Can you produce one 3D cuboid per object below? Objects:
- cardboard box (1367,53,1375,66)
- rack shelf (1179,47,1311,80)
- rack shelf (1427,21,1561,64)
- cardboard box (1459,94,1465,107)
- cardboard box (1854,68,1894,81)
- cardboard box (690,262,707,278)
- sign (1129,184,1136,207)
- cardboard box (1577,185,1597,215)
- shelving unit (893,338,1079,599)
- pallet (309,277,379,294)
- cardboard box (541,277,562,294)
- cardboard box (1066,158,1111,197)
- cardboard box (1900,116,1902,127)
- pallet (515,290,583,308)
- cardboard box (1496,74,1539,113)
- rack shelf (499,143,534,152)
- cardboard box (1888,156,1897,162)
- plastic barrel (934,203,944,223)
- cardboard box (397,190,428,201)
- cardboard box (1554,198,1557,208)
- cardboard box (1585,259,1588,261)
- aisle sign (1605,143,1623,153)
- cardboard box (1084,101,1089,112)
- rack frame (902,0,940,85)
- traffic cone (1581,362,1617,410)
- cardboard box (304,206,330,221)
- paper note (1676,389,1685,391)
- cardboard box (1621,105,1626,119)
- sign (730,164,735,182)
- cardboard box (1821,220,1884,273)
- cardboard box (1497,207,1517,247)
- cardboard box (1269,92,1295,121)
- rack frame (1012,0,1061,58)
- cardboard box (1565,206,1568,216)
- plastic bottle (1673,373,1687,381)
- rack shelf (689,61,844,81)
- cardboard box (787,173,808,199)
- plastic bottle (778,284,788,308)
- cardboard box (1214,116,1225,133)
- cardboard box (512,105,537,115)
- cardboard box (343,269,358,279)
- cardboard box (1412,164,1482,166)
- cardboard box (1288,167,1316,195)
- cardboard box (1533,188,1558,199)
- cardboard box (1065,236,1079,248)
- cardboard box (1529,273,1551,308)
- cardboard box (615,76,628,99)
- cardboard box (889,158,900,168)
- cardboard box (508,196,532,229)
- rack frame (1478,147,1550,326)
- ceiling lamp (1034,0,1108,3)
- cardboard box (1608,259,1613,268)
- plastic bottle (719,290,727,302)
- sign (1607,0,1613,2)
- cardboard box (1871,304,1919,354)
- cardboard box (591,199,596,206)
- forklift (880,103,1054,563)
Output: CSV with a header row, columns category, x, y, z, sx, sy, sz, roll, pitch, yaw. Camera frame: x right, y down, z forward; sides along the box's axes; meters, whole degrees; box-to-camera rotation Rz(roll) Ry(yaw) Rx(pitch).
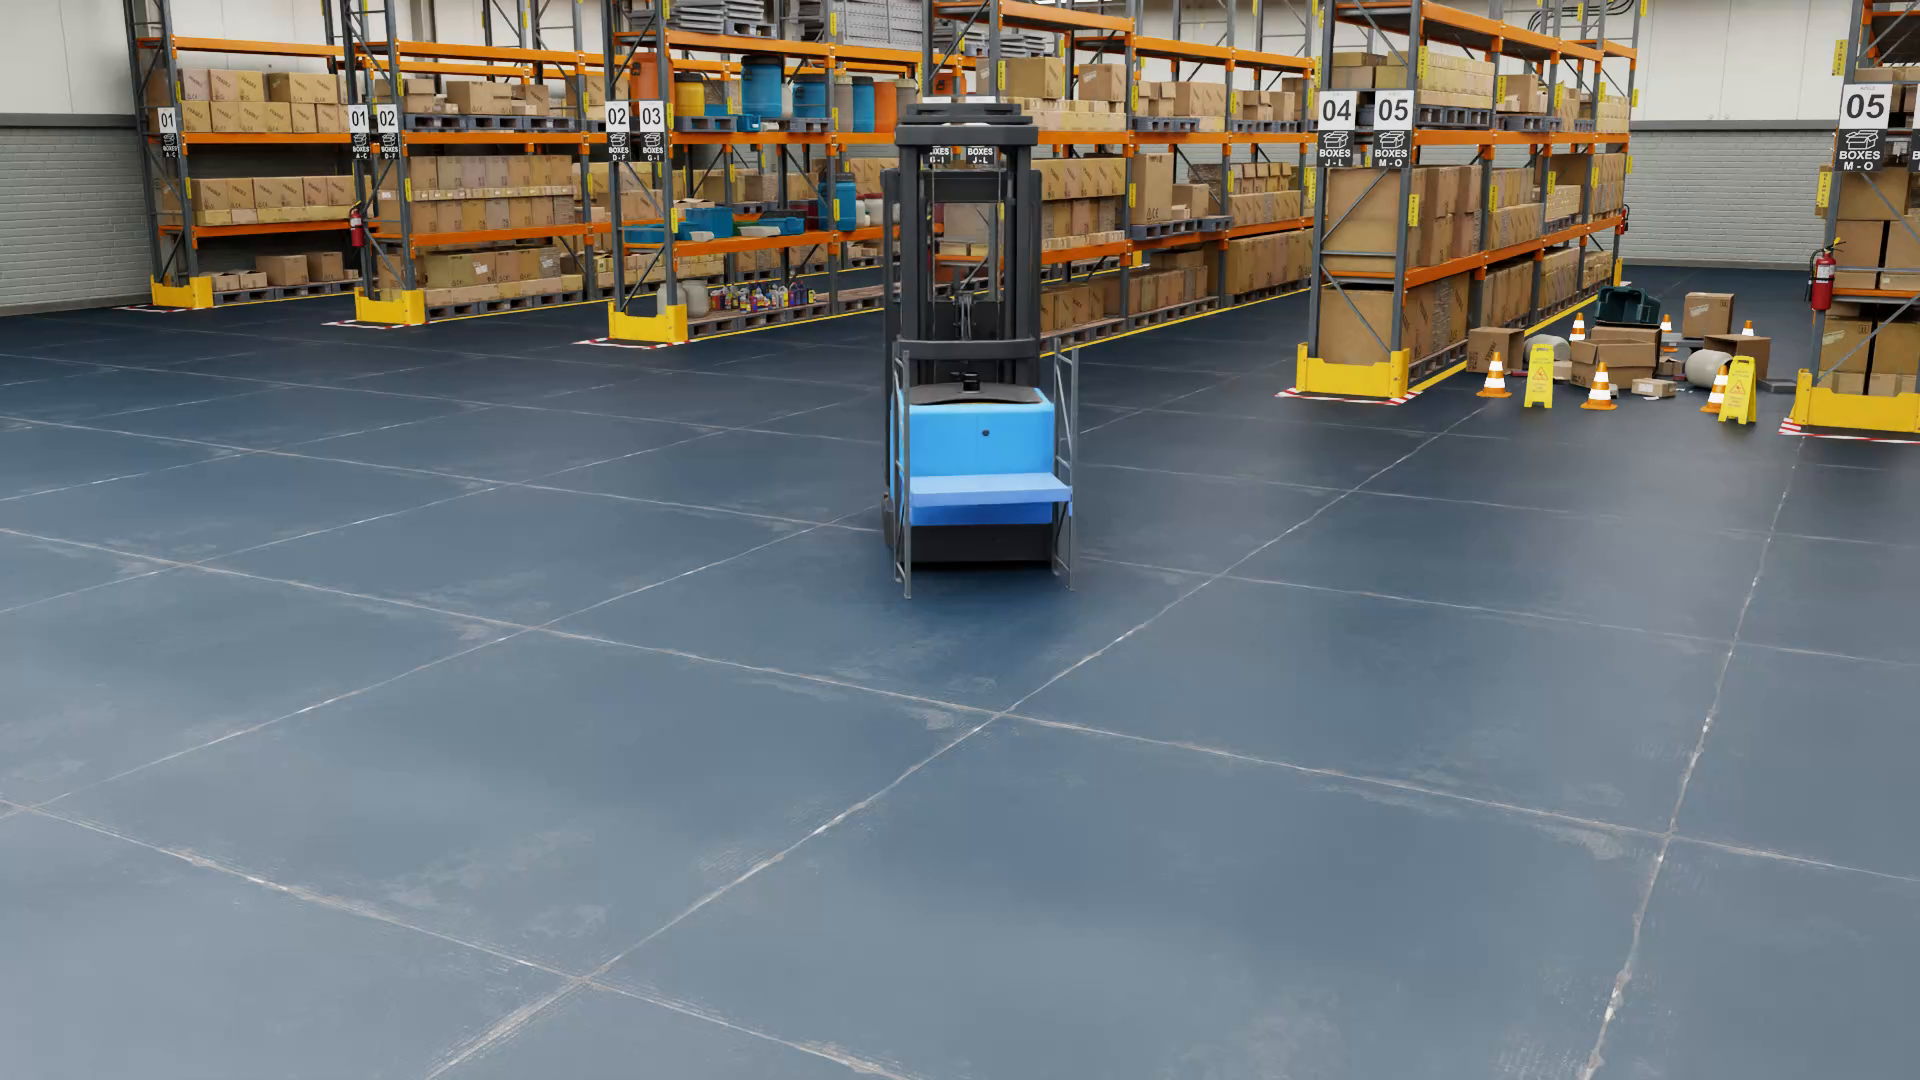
category,x,y,z,sx,sy,sz,roll,pitch,yaw
cardboard box,4.292,-5.221,18.115,0.380,0.149,0.250,7,15,28
rack shelf,4.845,-8.093,28.289,1.077,0.370,4.000,7,15,28
rack shelf,7.204,-6.689,22.468,1.077,0.370,4.000,7,15,28
cardboard box,5.604,-5.071,19.195,0.380,0.149,0.250,7,15,28
cardboard box,8.591,-4.372,15.704,0.380,0.149,0.250,8,15,29
cardboard box,-5.079,-5.059,31.088,0.500,0.250,0.500,7,15,27
sign,2.423,-4.850,23.405,0.100,0.325,0.005,7,15,28
cardboard box,10.565,-5.814,28.402,0.500,0.500,0.500,7,15,27
shelving unit,0.146,-0.449,10.195,1.048,1.500,0.538,-2,14,-10
pallet,-11.357,-4.676,30.477,1.003,0.211,1.213,7,15,28
cardboard box,-7.009,-4.259,27.768,0.500,0.250,0.500,7,15,28
cardboard box,1.727,-4.942,22.653,0.500,0.500,0.500,7,15,28
cardboard box,10.268,-4.460,17.767,0.380,0.149,0.250,7,15,26
pallet,-7.147,-4.098,28.083,1.003,0.211,1.213,7,15,28
cardboard box,7.576,-6.098,22.707,0.500,0.500,0.500,7,15,28
rack shelf,-8.163,-8.512,35.577,1.077,0.370,4.000,7,15,28
cardboard box,14.580,-5.999,26.286,0.380,0.149,0.250,8,16,29
plastic barrel,-0.417,-5.808,28.933,0.600,0.536,0.708,7,15,28
cardboard box,-8.281,-5.212,25.154,0.380,0.149,0.250,7,15,28
cardboard box,9.079,-5.244,25.891,0.380,0.149,0.250,7,15,28
cardboard box,10.823,-4.866,29.234,0.380,0.149,0.250,7,15,27
aisle sign,12.337,-7.613,31.166,0.394,0.787,0.004,7,15,28
cardboard box,1.485,-5.759,22.091,0.380,0.149,0.250,8,16,30
rack frame,-0.924,-10.991,37.922,1.000,3.000,0.127,7,15,28
traffic cone,6.629,-1.603,17.195,0.336,0.463,0.334,7,15,28
cardboard box,-11.505,-5.772,29.353,0.500,0.250,0.500,7,15,28
paper note,7.942,-1.674,18.435,0.142,0.019,0.148,-12,18,-40
cardboard box,11.793,-7.769,30.210,0.500,0.250,0.500,7,15,27
sign,-4.304,-6.934,31.424,0.100,0.325,0.005,7,15,28
cardboard box,8.707,-2.882,16.238,0.500,0.500,0.500,7,15,27
cardboard box,7.215,-4.239,22.501,0.500,0.500,0.500,7,15,28
cardboard box,5.540,-7.721,29.652,0.700,0.500,0.500,8,16,29
rack frame,1.476,-9.608,32.187,1.000,3.000,0.127,7,15,28
cardboard box,9.588,-5.313,26.810,0.380,0.149,0.250,7,15,26
plastic bottle,8.354,-1.886,19.225,0.133,0.061,0.283,11,17,38
rack shelf,-3.825,-9.216,32.948,1.077,0.370,4.000,7,15,28
cardboard box,-3.560,-7.286,34.248,0.700,0.500,0.500,10,17,37
plastic bottle,-2.699,-3.706,25.220,0.144,0.351,0.185,7,15,28
cardboard box,3.863,-6.570,26.305,0.500,0.250,0.500,7,15,28
cardboard box,-7.069,-6.942,26.871,0.380,0.149,0.250,7,15,28
cardboard box,-11.296,-4.896,30.549,0.380,0.166,0.250,5,15,21
cardboard box,6.029,-4.433,20.896,0.875,0.550,0.550,7,15,28
cardboard box,6.267,-6.636,30.745,0.500,0.500,0.500,7,15,28
cardboard box,9.072,-5.387,25.847,0.380,0.149,0.250,8,16,31
cardboard box,1.360,-3.984,22.193,0.380,0.149,0.250,7,15,28
cardboard box,8.736,-3.832,25.468,0.500,0.500,0.500,7,15,26
cardboard box,-6.138,-7.808,28.944,0.500,0.500,0.500,9,16,33
cardboard box,-1.637,-8.171,36.678,0.500,0.500,0.500,8,16,30
cardboard box,-7.430,-5.358,27.144,0.700,0.500,0.500,8,16,29
rack frame,8.171,-4.727,24.742,1.000,3.000,0.127,7,15,28
ceiling lamp,2.561,-14.095,38.344,2.000,3.185,0.800,7,15,28
cardboard box,12.033,-5.191,31.217,0.380,0.149,0.250,7,15,27
plastic bottle,-3.608,-3.623,25.035,0.152,0.276,0.135,7,15,26
sign,10.594,-8.934,27.059,0.100,0.325,0.005,7,15,28
cardboard box,10.079,-2.237,17.785,0.500,0.500,0.500,8,16,31
cardboard box,-8.036,-7.238,35.651,0.380,0.149,0.250,7,15,28
forklift,-0.002,-1.571,11.796,1.130,2.935,3.031,-1,14,-4
